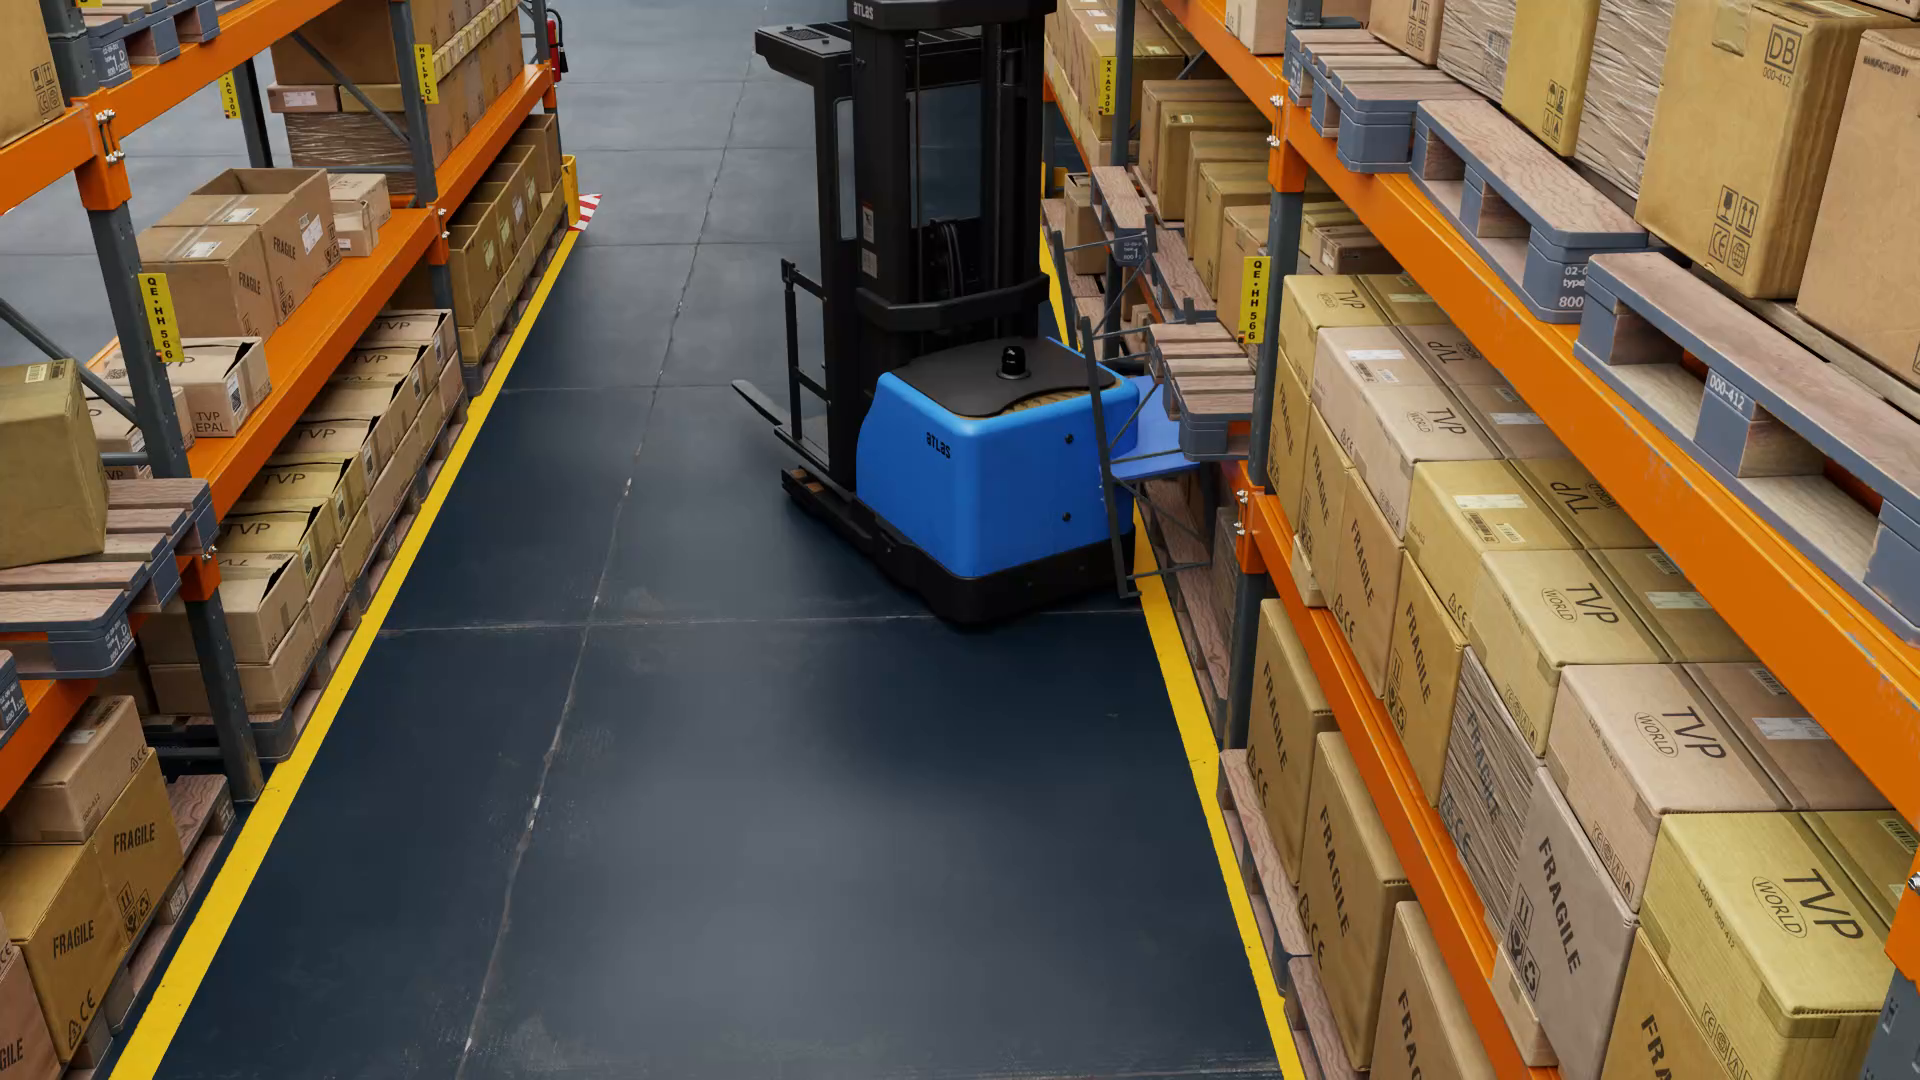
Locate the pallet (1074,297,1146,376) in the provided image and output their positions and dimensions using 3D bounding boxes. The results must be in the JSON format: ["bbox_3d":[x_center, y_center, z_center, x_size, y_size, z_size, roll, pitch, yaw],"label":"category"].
[{"bbox_3d":[1.325,-1.322,11.057,1.003,0.211,1.213,-1,28,-3],"label":"pallet"}]

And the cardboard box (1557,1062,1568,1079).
[{"bbox_3d":[1.507,1.162,3.529,0.380,0.149,0.250,-1,28,-1],"label":"cardboard box"}]

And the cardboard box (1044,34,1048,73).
[{"bbox_3d":[0.895,-3.806,12.944,0.500,0.250,0.500,-2,28,-4],"label":"cardboard box"}]

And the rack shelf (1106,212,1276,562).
[{"bbox_3d":[1.500,-1.007,8.215,1.077,0.370,4.000,-1,28,-3],"label":"rack shelf"}]

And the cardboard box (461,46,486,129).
[{"bbox_3d":[-3.665,-3.089,11.321,0.700,0.500,0.500,-1,28,-1],"label":"cardboard box"}]

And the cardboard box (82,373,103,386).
[{"bbox_3d":[-3.666,-0.578,6.886,0.380,0.149,0.250,-1,28,-3],"label":"cardboard box"}]

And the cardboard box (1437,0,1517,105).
[{"bbox_3d":[1.767,-1.506,4.565,0.700,0.500,0.500,-3,28,-5],"label":"cardboard box"}]

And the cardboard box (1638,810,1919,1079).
[{"bbox_3d":[1.533,0.718,2.867,0.500,0.250,0.500,-1,28,-1],"label":"cardboard box"}]

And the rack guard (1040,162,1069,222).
[{"bbox_3d":[1.190,-2.953,13.872,1.175,0.500,0.348,-1,28,-3],"label":"rack guard"}]

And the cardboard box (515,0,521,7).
[{"bbox_3d":[-3.550,-4.135,12.626,0.380,0.149,0.250,-2,28,-4],"label":"cardboard box"}]

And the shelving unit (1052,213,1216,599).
[{"bbox_3d":[0.859,-0.657,8.092,0.538,1.500,1.048,-10,32,2],"label":"shelving unit"}]

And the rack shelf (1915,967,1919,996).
[{"bbox_3d":[1.917,1.358,0.437,1.077,0.370,4.000,-1,28,-3],"label":"rack shelf"}]

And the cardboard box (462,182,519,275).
[{"bbox_3d":[-3.315,-2.111,11.262,0.500,0.500,0.500,-1,28,-3],"label":"cardboard box"}]

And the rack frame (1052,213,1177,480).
[{"bbox_3d":[0.823,-0.925,8.523,0.500,1.500,0.032,-10,32,2],"label":"rack frame"}]

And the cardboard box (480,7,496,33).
[{"bbox_3d":[-3.497,-3.659,11.712,0.380,0.149,0.250,-1,28,-1],"label":"cardboard box"}]

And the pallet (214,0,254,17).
[{"bbox_3d":[-3.529,-2.355,6.982,1.003,0.211,1.213,0,28,0],"label":"pallet"}]

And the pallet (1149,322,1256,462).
[{"bbox_3d":[1.460,-0.644,6.948,1.213,0.211,1.003,-1,28,-3],"label":"pallet"}]

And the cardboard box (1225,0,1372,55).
[{"bbox_3d":[1.297,-2.027,6.225,0.500,0.311,0.500,-1,28,-3],"label":"cardboard box"}]

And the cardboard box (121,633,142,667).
[{"bbox_3d":[-3.616,0.268,6.906,0.500,0.311,0.500,-1,28,-1],"label":"cardboard box"}]

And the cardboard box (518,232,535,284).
[{"bbox_3d":[-3.347,-2.009,11.878,0.500,0.250,0.500,-1,28,-3],"label":"cardboard box"}]

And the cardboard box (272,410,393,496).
[{"bbox_3d":[-3.164,-0.461,8.303,0.500,0.311,0.500,-2,28,-3],"label":"cardboard box"}]

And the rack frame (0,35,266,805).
[{"bbox_3d":[-3.343,-0.281,6.045,1.000,3.000,0.127,-1,28,-3],"label":"rack frame"}]

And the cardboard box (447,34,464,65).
[{"bbox_3d":[-3.444,-3.184,10.801,0.380,0.149,0.250,-2,28,-4],"label":"cardboard box"}]

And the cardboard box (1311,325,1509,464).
[{"bbox_3d":[1.399,-0.456,5.118,0.500,0.250,0.500,-2,28,-3],"label":"cardboard box"}]

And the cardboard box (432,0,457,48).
[{"bbox_3d":[-3.634,-3.417,10.547,0.700,0.500,0.500,-1,28,-3],"label":"cardboard box"}]

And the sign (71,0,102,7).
[{"bbox_3d":[-2.801,-1.852,5.255,0.100,0.325,0.005,-1,28,-3],"label":"sign"}]

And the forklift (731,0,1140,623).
[{"bbox_3d":[-0.324,-1.548,8.548,1.130,2.935,3.031,-16,31,-27],"label":"forklift"}]

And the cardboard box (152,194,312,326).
[{"bbox_3d":[-3.474,-1.343,7.973,0.500,0.500,0.500,-1,28,-3],"label":"cardboard box"}]

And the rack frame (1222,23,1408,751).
[{"bbox_3d":[1.604,-0.402,6.277,1.000,3.000,0.127,-1,28,-3],"label":"rack frame"}]

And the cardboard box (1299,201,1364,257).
[{"bbox_3d":[1.524,-1.236,6.591,0.380,0.149,0.250,-6,28,-11],"label":"cardboard box"}]

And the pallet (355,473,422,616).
[{"bbox_3d":[-3.407,0.012,8.498,1.003,0.211,1.213,-1,28,-3],"label":"pallet"}]

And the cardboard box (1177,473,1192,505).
[{"bbox_3d":[1.514,-0.523,8.736,0.700,0.500,0.500,-1,28,-2],"label":"cardboard box"}]

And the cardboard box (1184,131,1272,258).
[{"bbox_3d":[1.475,-1.691,8.165,0.700,0.500,0.500,2,28,4],"label":"cardboard box"}]

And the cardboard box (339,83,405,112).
[{"bbox_3d":[-3.372,-2.589,9.660,0.380,0.149,0.250,-1,28,-3],"label":"cardboard box"}]

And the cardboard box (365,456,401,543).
[{"bbox_3d":[-3.163,-0.206,8.420,0.500,0.250,0.500,-1,28,-2],"label":"cardboard box"}]

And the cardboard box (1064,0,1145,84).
[{"bbox_3d":[0.986,-3.438,11.429,0.500,0.500,0.500,-1,28,-1],"label":"cardboard box"}]

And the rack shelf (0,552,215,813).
[{"bbox_3d":[-3.238,0.962,4.440,1.077,0.370,4.000,-1,28,-3],"label":"rack shelf"}]

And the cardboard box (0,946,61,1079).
[{"bbox_3d":[-2.999,1.540,4.781,0.500,0.500,0.500,-2,28,-5],"label":"cardboard box"}]

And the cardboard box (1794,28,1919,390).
[{"bbox_3d":[1.877,-0.533,2.701,0.700,0.500,0.500,-3,28,-5],"label":"cardboard box"}]

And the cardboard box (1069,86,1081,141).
[{"bbox_3d":[1.008,-2.865,11.141,0.500,0.250,0.500,-2,28,-3],"label":"cardboard box"}]

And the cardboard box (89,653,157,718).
[{"bbox_3d":[-3.614,0.515,7.038,0.500,0.250,0.500,-1,28,-1],"label":"cardboard box"}]

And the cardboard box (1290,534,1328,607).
[{"bbox_3d":[1.324,0.099,5.566,0.380,0.149,0.250,-1,28,-1],"label":"cardboard box"}]

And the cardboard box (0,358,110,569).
[{"bbox_3d":[-3.197,-0.223,5.372,0.700,0.500,0.500,-11,29,-20],"label":"cardboard box"}]

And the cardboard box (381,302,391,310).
[{"bbox_3d":[-3.794,-1.304,10.526,0.500,0.250,0.500,-1,28,-3],"label":"cardboard box"}]

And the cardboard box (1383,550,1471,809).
[{"bbox_3d":[1.452,0.355,4.375,0.500,0.500,0.500,-1,28,-1],"label":"cardboard box"}]

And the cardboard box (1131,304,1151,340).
[{"bbox_3d":[1.337,-1.435,10.845,0.380,0.166,0.250,-5,28,-9],"label":"cardboard box"}]

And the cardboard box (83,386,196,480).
[{"bbox_3d":[-3.318,-0.410,6.389,0.500,0.311,0.500,0,28,1],"label":"cardboard box"}]

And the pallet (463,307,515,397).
[{"bbox_3d":[-3.551,-1.260,10.937,1.003,0.211,1.213,-1,28,-3],"label":"pallet"}]

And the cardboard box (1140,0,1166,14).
[{"bbox_3d":[1.497,-3.455,11.460,0.500,0.500,0.500,-1,28,-2],"label":"cardboard box"}]

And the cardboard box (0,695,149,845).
[{"bbox_3d":[-3.052,0.752,5.481,0.500,0.250,0.500,0,28,-1],"label":"cardboard box"}]

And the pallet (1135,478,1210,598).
[{"bbox_3d":[1.504,-0.089,8.692,1.003,0.211,1.213,-1,28,-3],"label":"pallet"}]
